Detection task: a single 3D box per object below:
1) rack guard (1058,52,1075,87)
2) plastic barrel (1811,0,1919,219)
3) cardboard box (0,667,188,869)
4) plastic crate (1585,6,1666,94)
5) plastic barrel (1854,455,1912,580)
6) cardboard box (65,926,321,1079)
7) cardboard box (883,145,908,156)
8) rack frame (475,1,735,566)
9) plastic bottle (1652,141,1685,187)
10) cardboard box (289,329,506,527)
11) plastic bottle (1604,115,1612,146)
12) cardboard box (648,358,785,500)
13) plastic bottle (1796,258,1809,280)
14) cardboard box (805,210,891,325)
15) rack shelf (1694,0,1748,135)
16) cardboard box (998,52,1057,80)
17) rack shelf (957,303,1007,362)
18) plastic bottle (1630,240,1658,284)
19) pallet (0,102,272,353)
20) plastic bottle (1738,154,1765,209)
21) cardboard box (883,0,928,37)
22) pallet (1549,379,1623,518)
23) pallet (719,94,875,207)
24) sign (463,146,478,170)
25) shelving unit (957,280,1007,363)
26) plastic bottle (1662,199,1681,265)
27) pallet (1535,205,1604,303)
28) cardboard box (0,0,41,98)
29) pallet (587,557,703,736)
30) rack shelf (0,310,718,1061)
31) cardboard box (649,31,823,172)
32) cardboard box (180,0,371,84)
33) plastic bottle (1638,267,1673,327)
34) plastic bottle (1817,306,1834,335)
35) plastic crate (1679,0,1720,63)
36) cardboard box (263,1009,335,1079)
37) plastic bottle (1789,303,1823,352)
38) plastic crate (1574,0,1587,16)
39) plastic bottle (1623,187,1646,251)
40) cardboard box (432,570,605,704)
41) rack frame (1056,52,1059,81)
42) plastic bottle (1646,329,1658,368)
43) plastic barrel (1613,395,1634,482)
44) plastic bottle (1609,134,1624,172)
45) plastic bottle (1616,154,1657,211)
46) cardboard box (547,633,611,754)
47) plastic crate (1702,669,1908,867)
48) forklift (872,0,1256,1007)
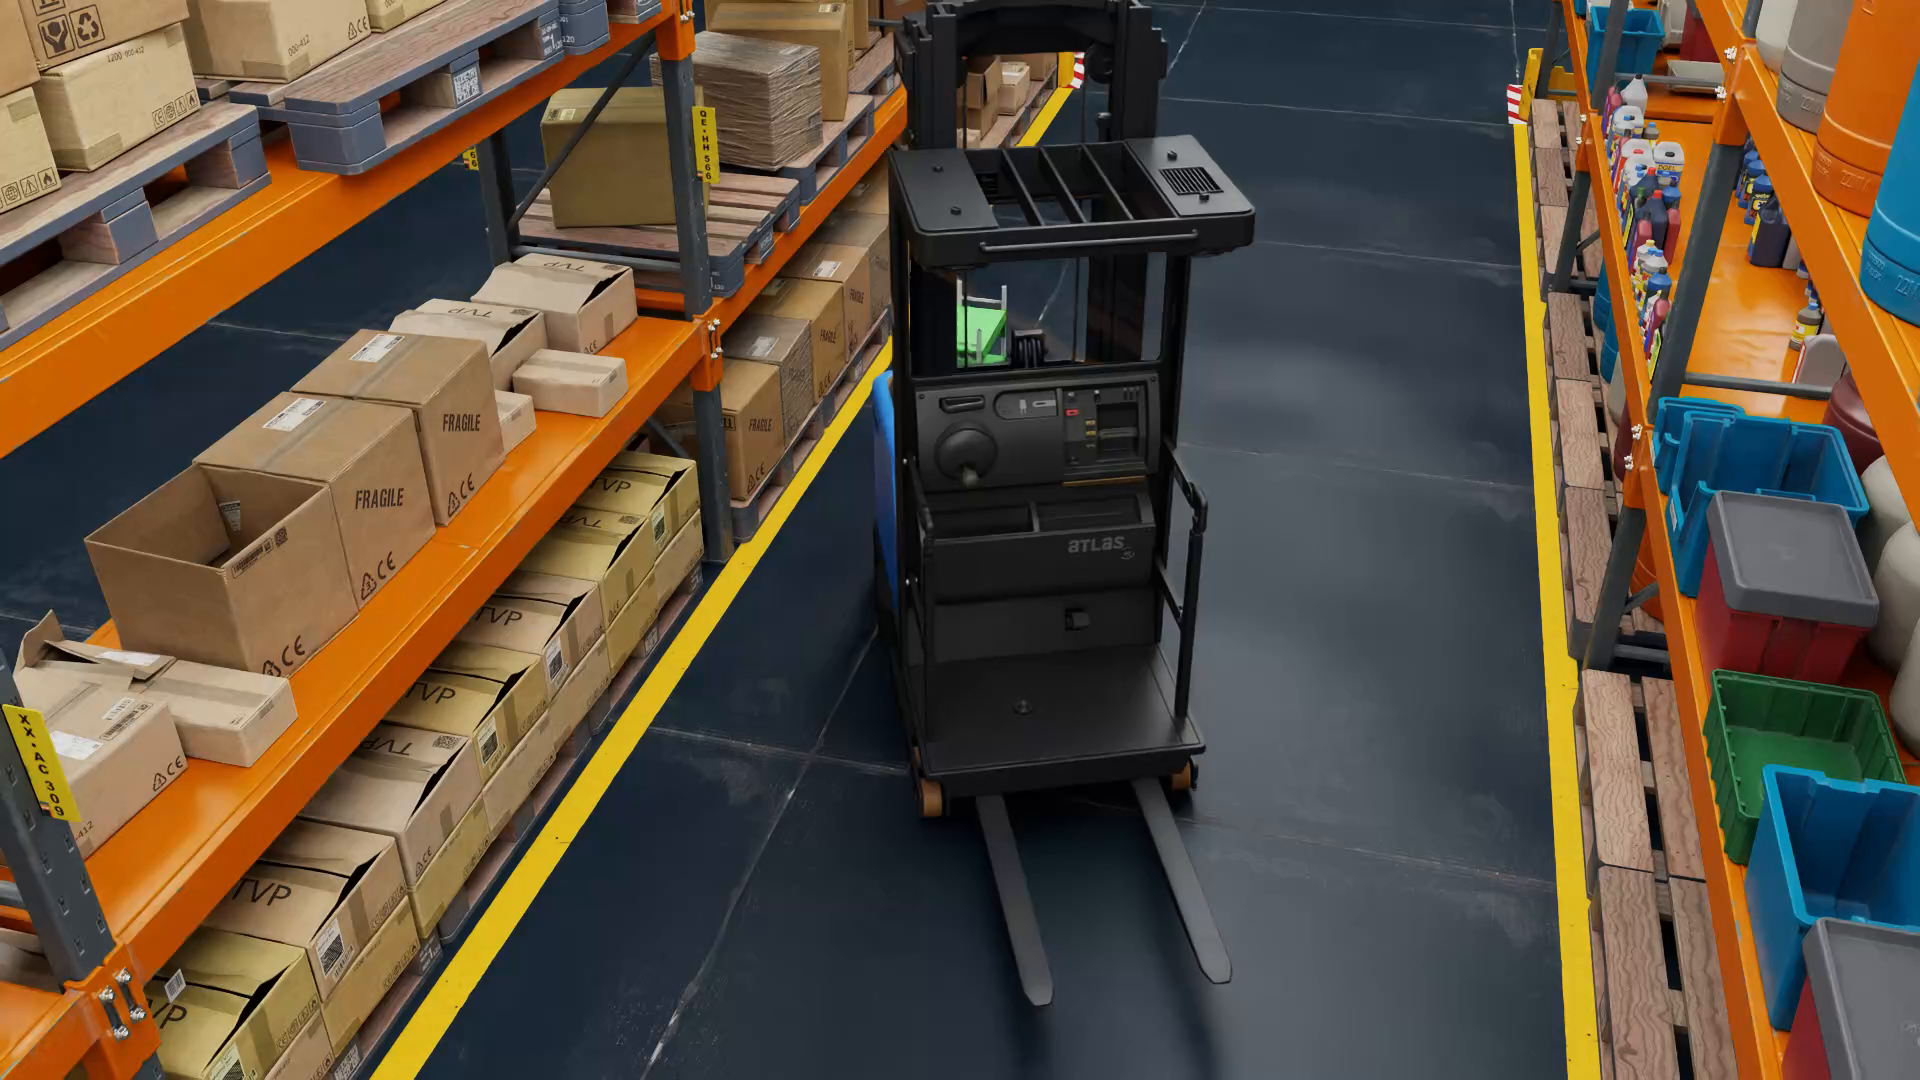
[{"bbox_3d":[0.408,-4.299,14.547,1.175,0.500,0.348,8,33,12],"label":"rack guard"},{"bbox_3d":[2.603,-1.277,4.266,0.600,0.830,0.708,8,33,12],"label":"plastic barrel"},{"bbox_3d":[-2.535,0.636,4.594,0.500,0.250,0.500,10,34,15],"label":"cardboard box"},{"bbox_3d":[3.991,-2.949,10.051,0.392,0.384,0.575,8,33,12],"label":"plastic crate"},{"bbox_3d":[3.133,-0.050,5.429,0.421,0.512,0.421,0,32,0],"label":"plastic barrel"},{"bbox_3d":[-2.272,1.400,4.901,0.500,0.311,0.500,8,33,13],"label":"cardboard box"},{"bbox_3d":[-0.272,-2.557,11.573,0.500,0.311,0.500,8,33,12],"label":"cardboard box"},{"bbox_3d":[-1.603,-1.242,7.408,1.000,3.000,0.127,8,33,12],"label":"rack frame"},{"bbox_3d":[3.629,-1.900,8.558,0.152,0.276,0.135,8,33,12],"label":"plastic bottle"},{"bbox_3d":[-2.013,-0.411,6.008,0.500,0.500,0.500,6,33,10],"label":"cardboard box"},{"bbox_3d":[3.651,-2.294,9.247,0.097,0.201,0.097,0,32,0],"label":"plastic bottle"},{"bbox_3d":[-1.211,-0.570,8.271,0.500,0.500,0.500,9,34,14],"label":"cardboard box"},{"bbox_3d":[3.959,-1.348,7.694,0.097,0.271,0.097,0,32,0],"label":"plastic bottle"},{"bbox_3d":[-0.697,-1.638,9.950,0.500,0.500,0.500,8,33,13],"label":"cardboard box"},{"bbox_3d":[3.695,-2.566,7.365,1.077,0.370,4.000,8,33,12],"label":"rack shelf"},{"bbox_3d":[0.527,-4.209,13.994,0.500,0.500,0.500,8,33,12],"label":"cardboard box"},{"bbox_3d":[0.042,-0.943,7.840,0.258,0.148,0.480,8,33,12],"label":"rack shelf"},{"bbox_3d":[3.156,-1.281,7.654,0.097,0.201,0.097,0,32,0],"label":"plastic bottle"},{"bbox_3d":[-2.407,-0.811,4.112,0.805,0.209,1.217,7,33,10],"label":"pallet"},{"bbox_3d":[4.035,-1.825,8.444,0.097,0.271,0.097,0,32,0],"label":"plastic bottle"},{"bbox_3d":[-0.195,-3.587,11.004,0.500,0.500,0.500,9,34,14],"label":"cardboard box"},{"bbox_3d":[3.659,-0.435,8.737,1.003,0.211,1.213,8,33,12],"label":"pallet"},{"bbox_3d":[-1.114,-2.171,9.048,1.003,0.211,1.213,8,33,12],"label":"pallet"},{"bbox_3d":[-2.130,-1.766,7.227,0.100,0.325,0.005,8,33,12],"label":"sign"},{"bbox_3d":[0.042,-0.592,8.063,0.258,1.200,0.503,8,33,12],"label":"shelving unit"},{"bbox_3d":[3.354,-1.454,7.850,0.061,0.283,0.133,8,33,12],"label":"plastic bottle"},{"bbox_3d":[4.351,-1.852,10.966,1.003,0.211,1.213,8,33,12],"label":"pallet"},{"bbox_3d":[-2.423,-1.177,3.559,0.500,0.500,0.500,8,33,13],"label":"cardboard box"},{"bbox_3d":[-1.850,0.357,7.492,1.003,0.211,1.213,8,33,12],"label":"pallet"},{"bbox_3d":[-2.111,0.099,5.968,1.077,0.370,4.000,8,33,12],"label":"rack shelf"},{"bbox_3d":[-1.135,-2.252,8.512,0.700,0.500,0.500,14,35,21],"label":"cardboard box"},{"bbox_3d":[-2.074,-1.530,4.813,0.500,0.250,0.500,5,33,8],"label":"cardboard box"},{"bbox_3d":[3.032,-1.058,7.238,0.097,0.271,0.097,0,32,0],"label":"plastic bottle"},{"bbox_3d":[3.727,-0.934,7.039,0.152,0.276,0.135,8,33,12],"label":"plastic bottle"},{"bbox_3d":[4.672,-3.123,10.251,0.402,0.464,0.583,8,33,12],"label":"plastic crate"},{"bbox_3d":[-2.276,1.641,5.044,0.500,0.250,0.500,7,33,11],"label":"cardboard box"},{"bbox_3d":[3.602,-0.910,7.070,0.097,0.201,0.097,0,32,0],"label":"plastic bottle"},{"bbox_3d":[4.426,-3.750,11.452,0.416,0.233,0.300,8,33,12],"label":"plastic crate"},{"bbox_3d":[3.248,-1.543,7.990,0.061,0.283,0.133,8,33,12],"label":"plastic bottle"},{"bbox_3d":[-1.754,0.342,6.565,0.500,0.311,0.500,8,33,12],"label":"cardboard box"},{"bbox_3d":[0.427,-5.393,13.938,1.000,3.000,0.127,8,33,12],"label":"rack frame"},{"bbox_3d":[2.924,-0.807,6.909,0.097,0.201,0.097,0,32,0],"label":"plastic bottle"},{"bbox_3d":[3.582,-0.568,8.203,0.600,0.588,0.708,8,33,12],"label":"plastic barrel"},{"bbox_3d":[3.543,-2.072,8.899,0.097,0.201,0.097,0,32,0],"label":"plastic bottle"},{"bbox_3d":[3.423,-1.800,8.401,0.152,0.276,0.135,8,33,12],"label":"plastic bottle"},{"bbox_3d":[-1.758,0.576,6.720,0.500,0.250,0.500,9,33,13],"label":"cardboard box"},{"bbox_3d":[2.341,0.657,4.618,0.450,0.188,0.662,8,33,12],"label":"plastic crate"},{"bbox_3d":[0.333,-0.355,6.076,1.130,2.935,3.031,-5,33,-8],"label":"forklift"}]
